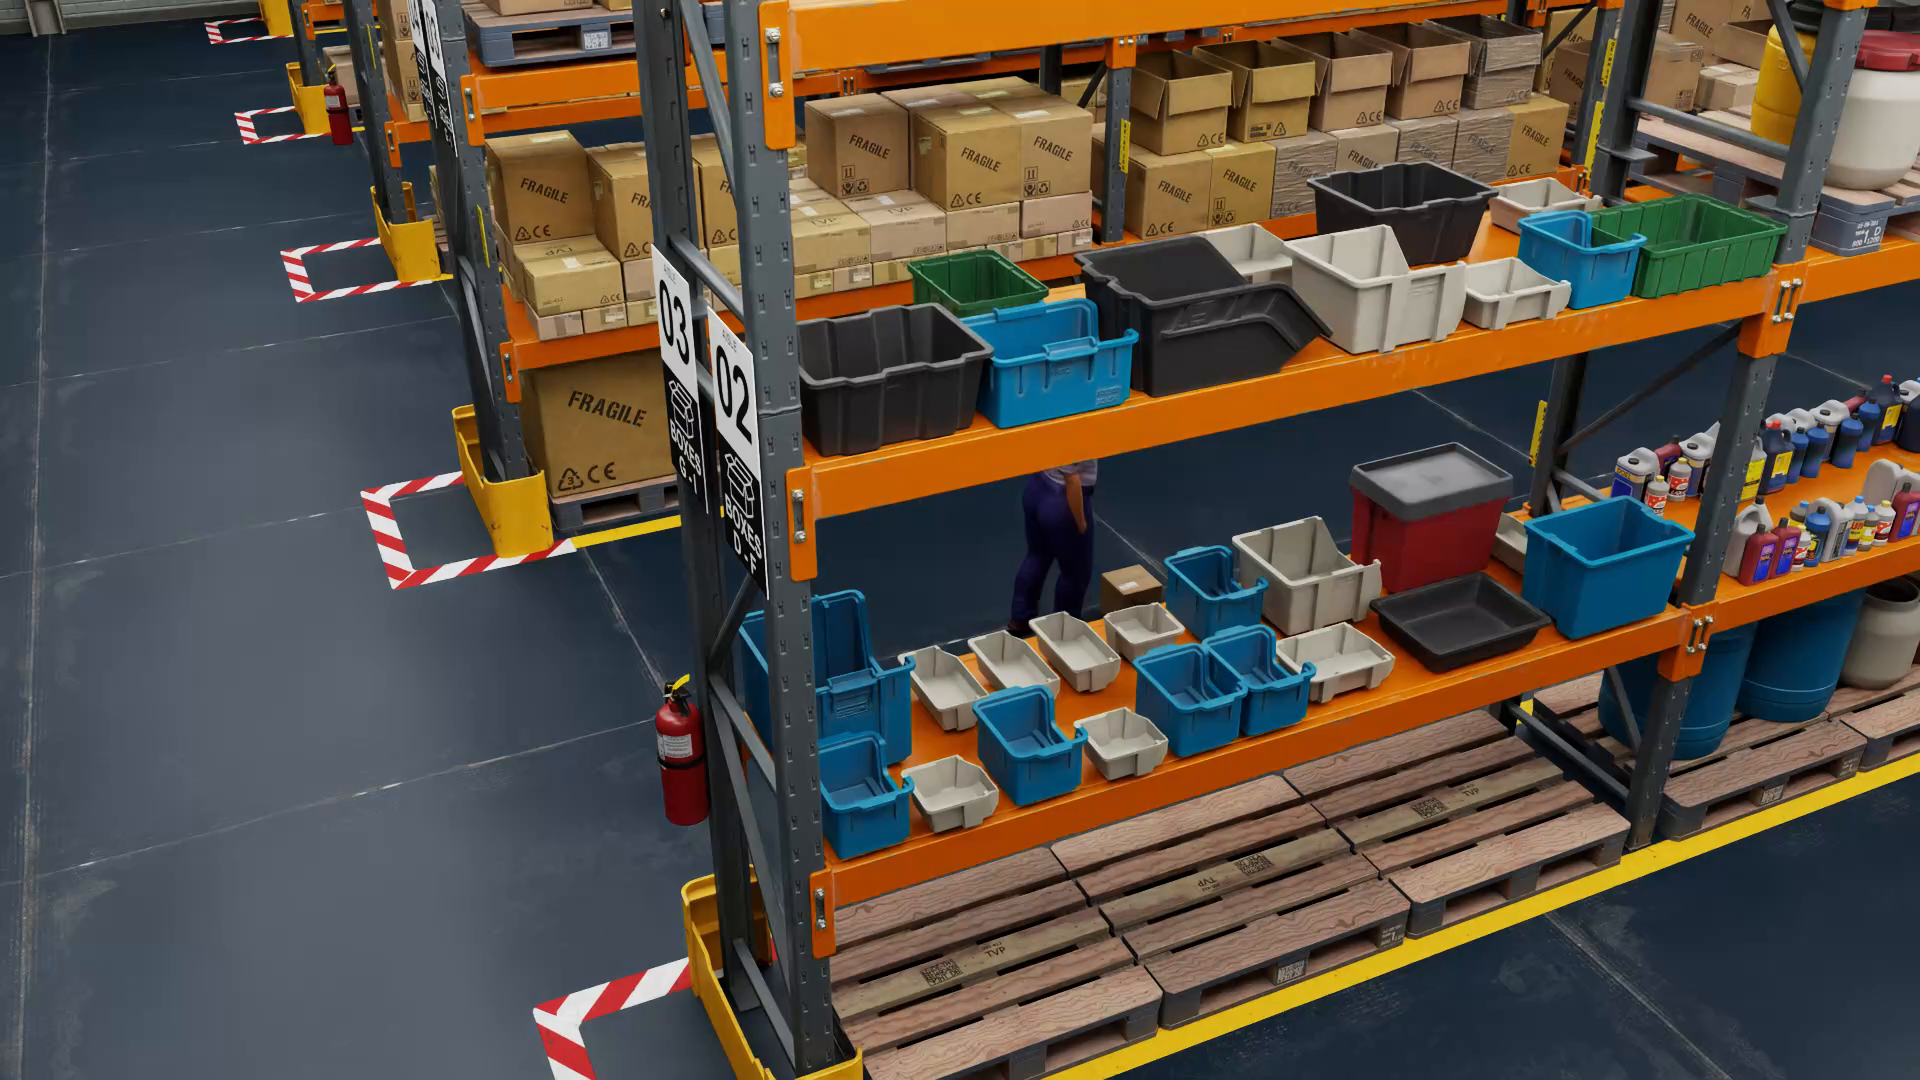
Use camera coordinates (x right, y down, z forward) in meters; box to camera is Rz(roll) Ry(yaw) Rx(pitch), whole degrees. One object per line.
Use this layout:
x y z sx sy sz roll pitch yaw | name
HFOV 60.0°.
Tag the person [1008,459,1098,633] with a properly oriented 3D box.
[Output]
0.529 -0.158 8.794 0.436 1.672 0.473 -13 32 -21 | person
